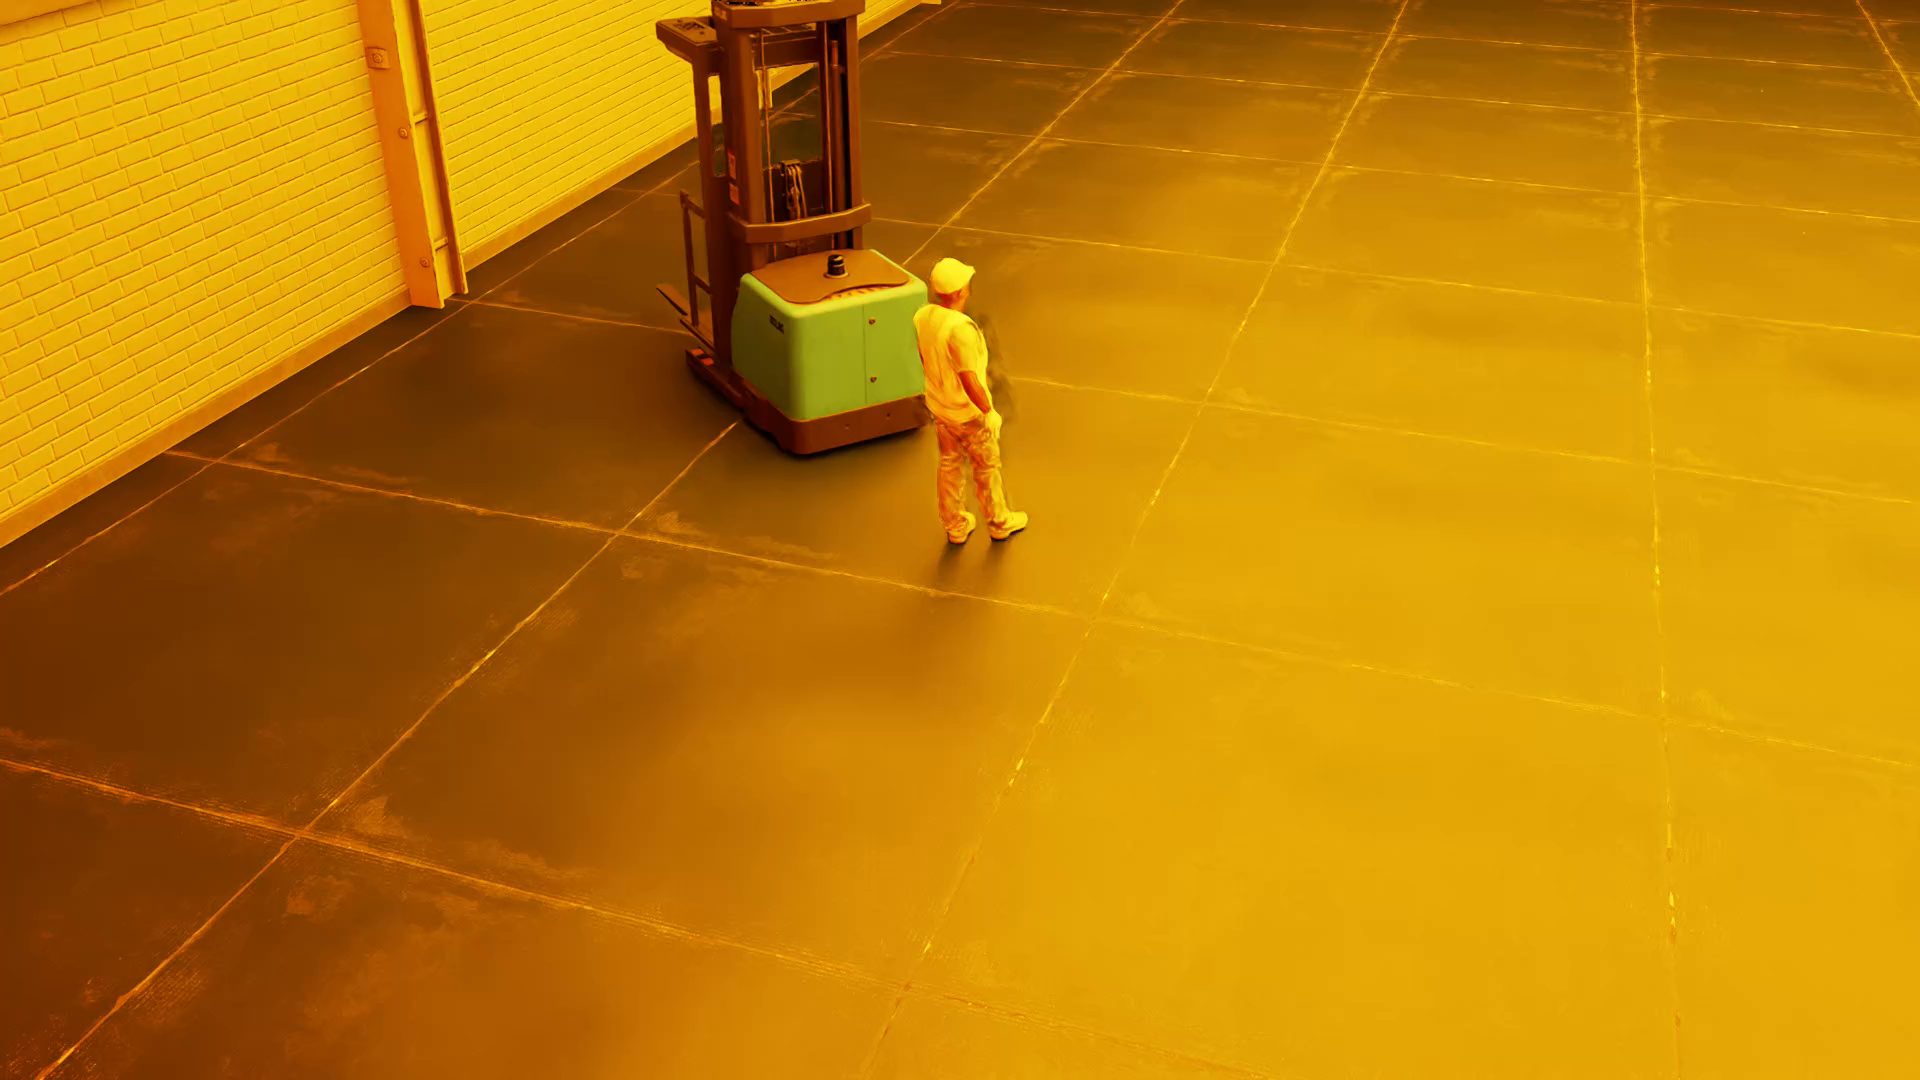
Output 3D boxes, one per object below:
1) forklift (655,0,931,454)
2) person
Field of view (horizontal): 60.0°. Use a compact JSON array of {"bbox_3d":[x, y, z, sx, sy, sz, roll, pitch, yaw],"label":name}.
[{"bbox_3d":[-1.366,-2.534,11.582,1.130,2.935,3.031,-16,33,-25],"label":"forklift"},{"bbox_3d":[0.113,-0.807,9.700,0.670,1.782,0.651,-16,33,-26],"label":"person"}]
